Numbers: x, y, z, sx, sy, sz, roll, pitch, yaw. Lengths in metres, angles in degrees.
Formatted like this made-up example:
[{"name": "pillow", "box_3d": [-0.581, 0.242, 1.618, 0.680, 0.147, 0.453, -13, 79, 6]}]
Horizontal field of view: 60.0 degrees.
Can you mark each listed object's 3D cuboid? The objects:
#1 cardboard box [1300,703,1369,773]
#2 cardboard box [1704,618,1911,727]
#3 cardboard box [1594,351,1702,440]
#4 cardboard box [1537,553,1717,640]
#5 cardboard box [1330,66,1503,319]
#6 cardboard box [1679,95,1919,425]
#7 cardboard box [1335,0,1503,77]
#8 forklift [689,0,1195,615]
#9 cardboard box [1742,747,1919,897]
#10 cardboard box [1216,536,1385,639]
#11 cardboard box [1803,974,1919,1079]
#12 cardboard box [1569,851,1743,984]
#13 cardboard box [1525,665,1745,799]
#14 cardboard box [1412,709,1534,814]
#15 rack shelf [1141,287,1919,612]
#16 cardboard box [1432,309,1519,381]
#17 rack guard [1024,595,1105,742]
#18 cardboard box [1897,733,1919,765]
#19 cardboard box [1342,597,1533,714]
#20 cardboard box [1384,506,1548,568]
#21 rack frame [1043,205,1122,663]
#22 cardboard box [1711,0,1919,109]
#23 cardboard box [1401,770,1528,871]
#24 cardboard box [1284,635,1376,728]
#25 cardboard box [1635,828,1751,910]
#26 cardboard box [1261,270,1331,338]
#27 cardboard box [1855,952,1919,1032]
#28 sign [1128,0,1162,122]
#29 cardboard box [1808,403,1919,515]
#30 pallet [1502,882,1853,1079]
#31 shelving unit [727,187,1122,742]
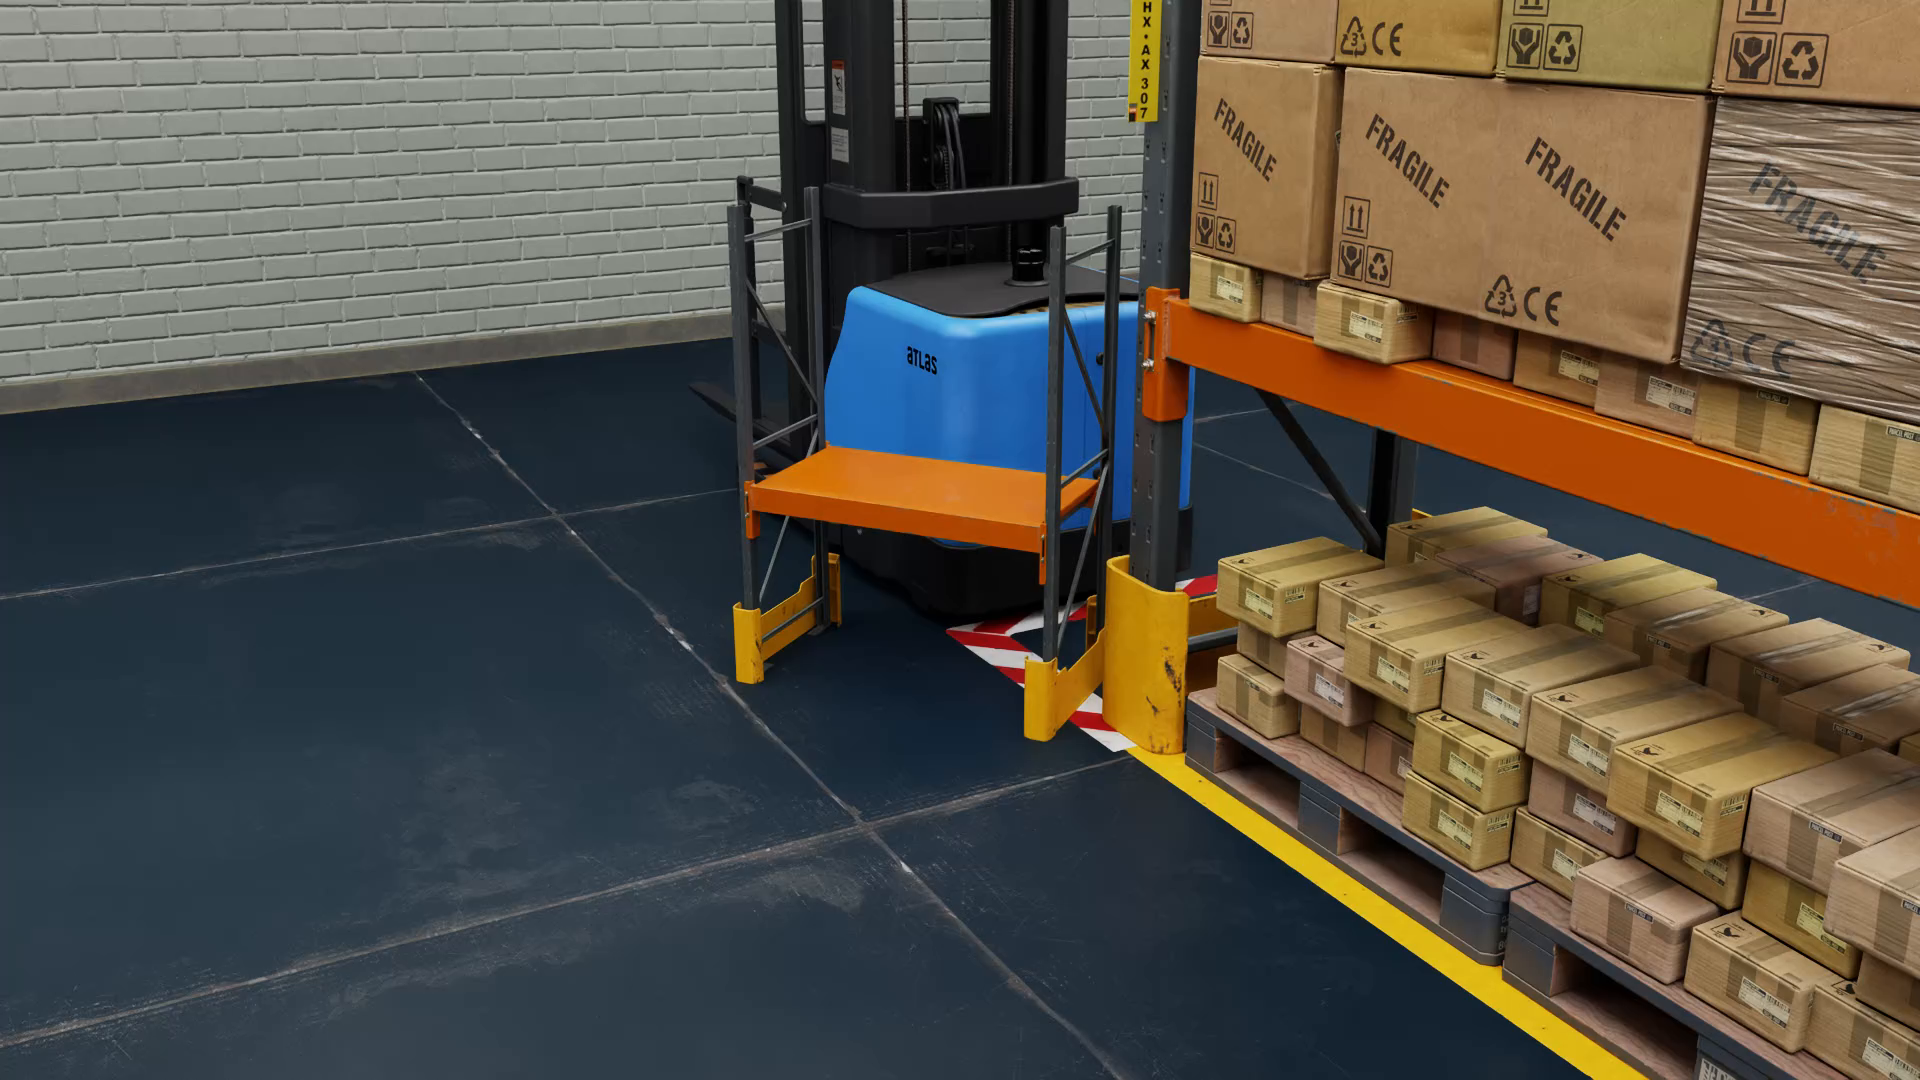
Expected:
[{"name": "cardboard box", "box_3d": [1.132, 0.464, 4.415, 0.380, 0.149, 0.250, -10, 21, -27]}, {"name": "cardboard box", "box_3d": [1.990, 0.321, 3.916, 0.380, 0.149, 0.250, -9, 21, -25]}, {"name": "cardboard box", "box_3d": [1.515, -0.323, 3.354, 0.380, 0.149, 0.250, -10, 22, -28]}, {"name": "cardboard box", "box_3d": [1.746, 0.169, 4.359, 0.380, 0.149, 0.250, -11, 22, -28]}, {"name": "cardboard box", "box_3d": [1.215, -0.814, 3.783, 0.500, 0.500, 0.500, -10, 21, -27]}, {"name": "cardboard box", "box_3d": [1.684, -0.526, 2.949, 0.500, 0.500, 0.500, -11, 22, -28]}, {"name": "cardboard box", "box_3d": [1.193, -1.294, 3.642, 0.500, 0.500, 0.500, -9, 21, -25]}, {"name": "forklift", "box_3d": [-0.304, -1.564, 6.670, 1.130, 2.935, 3.031, -10, 22, -27]}, {"name": "cardboard box", "box_3d": [1.764, 0.555, 3.238, 0.380, 0.149, 0.250, -10, 21, -27]}, {"name": "cardboard box", "box_3d": [0.918, 0.123, 4.490, 0.380, 0.149, 0.250, -11, 22, -29]}, {"name": "cardboard box", "box_3d": [1.826, 0.908, 3.130, 0.380, 0.149, 0.250, -10, 21, -26]}, {"name": "cardboard box", "box_3d": [1.528, 0.768, 3.534, 0.380, 0.149, 0.250, -11, 22, -29]}, {"name": "cardboard box", "box_3d": [1.476, 0.415, 3.644, 0.380, 0.149, 0.250, -9, 21, -25]}, {"name": "cardboard box", "box_3d": [1.292, 0.485, 3.897, 0.380, 0.149, 0.250, -9, 21, -25]}, {"name": "rack shelf", "box_3d": [1.918, -0.033, 3.233, 1.077, 0.370, 4.000, -10, 21, -27]}, {"name": "cardboard box", "box_3d": [1.315, -0.480, 3.808, 0.380, 0.149, 0.250, -9, 21, -24]}, {"name": "rack guard", "box_3d": [0.342, 0.386, 5.129, 0.087, 0.250, 0.587, 8, 21, 23]}, {"name": "cardboard box", "box_3d": [2.167, 0.485, 3.442, 0.380, 0.149, 0.250, -10, 21, -26]}, {"name": "cardboard box", "box_3d": [1.162, 0.276, 4.048, 0.380, 0.149, 0.250, -10, 21, -27]}, {"name": "cardboard box", "box_3d": [1.443, 0.033, 4.752, 0.380, 0.149, 0.250, -10, 21, -26]}, {"name": "rack frame", "box_3d": [0.359, -0.202, 4.917, 0.032, 1.500, 0.500, 8, 21, 23]}, {"name": "cardboard box", "box_3d": [1.666, -0.996, 2.777, 0.500, 0.500, 0.500, -11, 22, -28]}, {"name": "cardboard box", "box_3d": [1.281, 0.625, 3.950, 0.380, 0.149, 0.250, -10, 21, -26]}, {"name": "cardboard box", "box_3d": [1.072, 0.338, 4.323, 0.380, 0.149, 0.250, -10, 21, -27]}, {"name": "cardboard box", "box_3d": [1.667, 0.618, 3.512, 0.380, 0.149, 0.250, -9, 21, -24]}, {"name": "cardboard box", "box_3d": [0.991, -0.618, 4.210, 0.380, 0.149, 0.250, -9, 21, -25]}, {"name": "cardboard box", "box_3d": [1.876, 0.781, 3.041, 0.380, 0.149, 0.250, -11, 22, -29]}, {"name": "sign", "box_3d": [0.491, -1.273, 4.394, 0.100, 0.325, 0.005, -10, 21, -27]}, {"name": "cardboard box", "box_3d": [1.721, -0.164, 2.893, 0.380, 0.149, 0.250, -10, 21, -26]}, {"name": "pallet", "box_3d": [1.935, 0.981, 3.465, 1.003, 0.211, 1.213, -10, 21, -27]}, {"name": "shelving unit", "box_3d": [-0.111, -0.272, 5.120, 1.083, 1.500, 0.587, 8, 21, 23]}]
